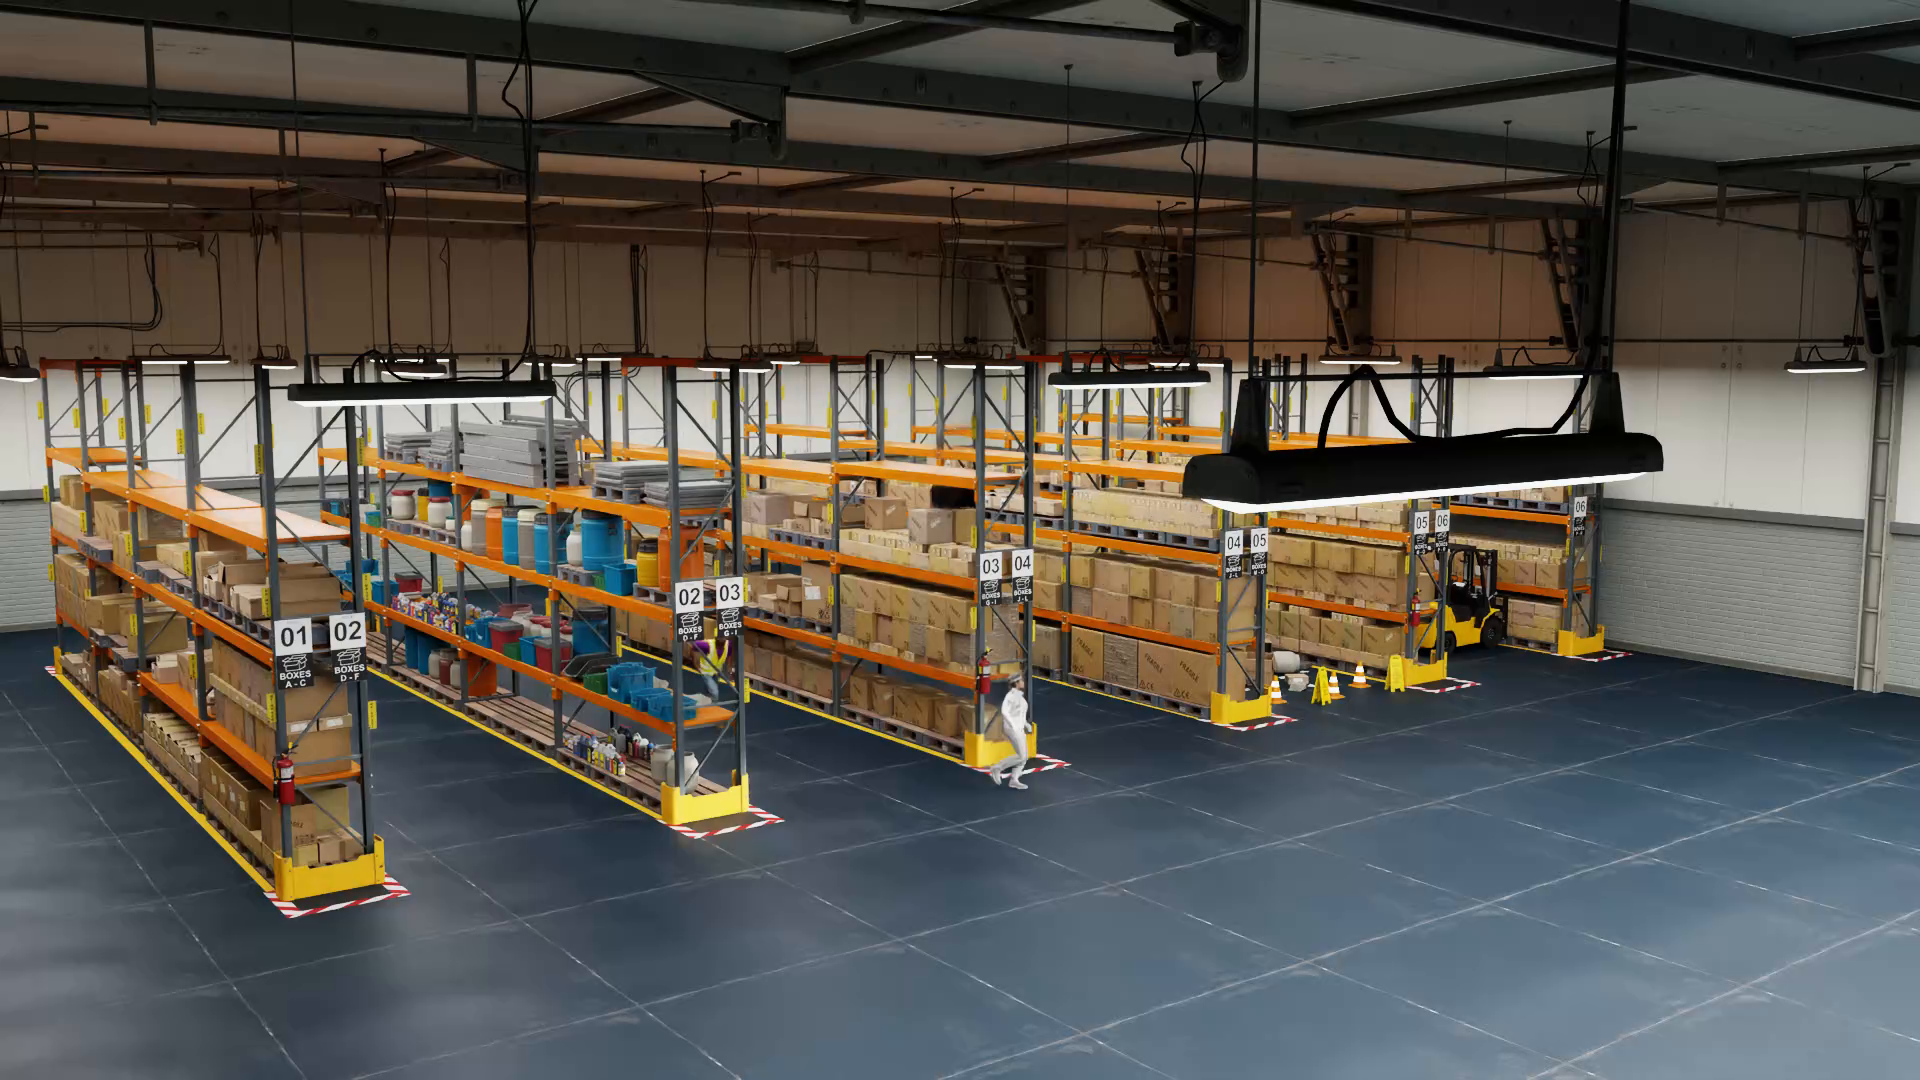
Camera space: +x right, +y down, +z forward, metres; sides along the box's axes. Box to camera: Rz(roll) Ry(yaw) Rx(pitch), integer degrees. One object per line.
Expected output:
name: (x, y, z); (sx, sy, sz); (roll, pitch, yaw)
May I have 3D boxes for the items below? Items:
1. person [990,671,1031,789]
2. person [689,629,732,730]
person: (0.734, 2.683, 23.683); (0.536, 1.636, 0.672); (1, 7, 11)
person: (-4.135, 2.237, 27.395); (0.745, 1.714, 1.062); (-5, 9, -37)
